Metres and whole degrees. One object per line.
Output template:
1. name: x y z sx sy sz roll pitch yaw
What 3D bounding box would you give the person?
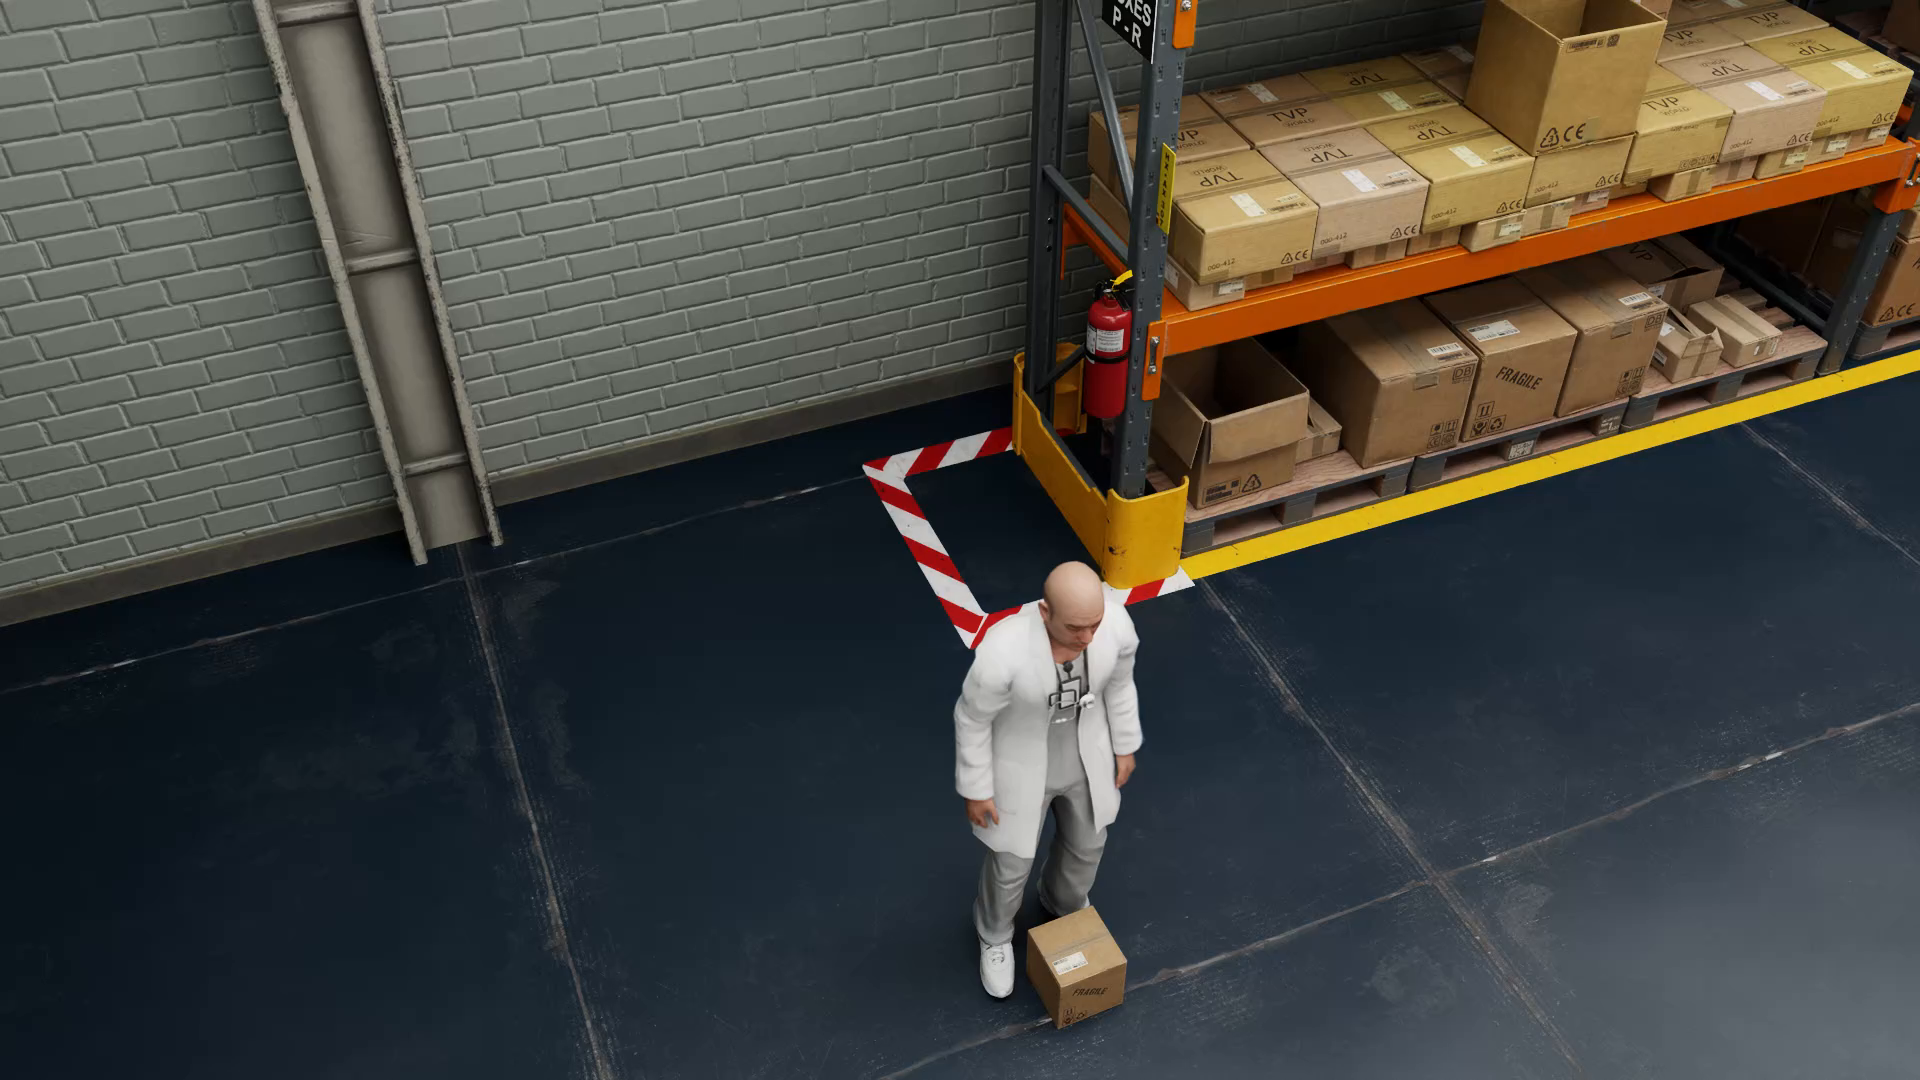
1. person: 0.288 0.731 5.335 0.641 1.773 0.427 -15 43 -17
